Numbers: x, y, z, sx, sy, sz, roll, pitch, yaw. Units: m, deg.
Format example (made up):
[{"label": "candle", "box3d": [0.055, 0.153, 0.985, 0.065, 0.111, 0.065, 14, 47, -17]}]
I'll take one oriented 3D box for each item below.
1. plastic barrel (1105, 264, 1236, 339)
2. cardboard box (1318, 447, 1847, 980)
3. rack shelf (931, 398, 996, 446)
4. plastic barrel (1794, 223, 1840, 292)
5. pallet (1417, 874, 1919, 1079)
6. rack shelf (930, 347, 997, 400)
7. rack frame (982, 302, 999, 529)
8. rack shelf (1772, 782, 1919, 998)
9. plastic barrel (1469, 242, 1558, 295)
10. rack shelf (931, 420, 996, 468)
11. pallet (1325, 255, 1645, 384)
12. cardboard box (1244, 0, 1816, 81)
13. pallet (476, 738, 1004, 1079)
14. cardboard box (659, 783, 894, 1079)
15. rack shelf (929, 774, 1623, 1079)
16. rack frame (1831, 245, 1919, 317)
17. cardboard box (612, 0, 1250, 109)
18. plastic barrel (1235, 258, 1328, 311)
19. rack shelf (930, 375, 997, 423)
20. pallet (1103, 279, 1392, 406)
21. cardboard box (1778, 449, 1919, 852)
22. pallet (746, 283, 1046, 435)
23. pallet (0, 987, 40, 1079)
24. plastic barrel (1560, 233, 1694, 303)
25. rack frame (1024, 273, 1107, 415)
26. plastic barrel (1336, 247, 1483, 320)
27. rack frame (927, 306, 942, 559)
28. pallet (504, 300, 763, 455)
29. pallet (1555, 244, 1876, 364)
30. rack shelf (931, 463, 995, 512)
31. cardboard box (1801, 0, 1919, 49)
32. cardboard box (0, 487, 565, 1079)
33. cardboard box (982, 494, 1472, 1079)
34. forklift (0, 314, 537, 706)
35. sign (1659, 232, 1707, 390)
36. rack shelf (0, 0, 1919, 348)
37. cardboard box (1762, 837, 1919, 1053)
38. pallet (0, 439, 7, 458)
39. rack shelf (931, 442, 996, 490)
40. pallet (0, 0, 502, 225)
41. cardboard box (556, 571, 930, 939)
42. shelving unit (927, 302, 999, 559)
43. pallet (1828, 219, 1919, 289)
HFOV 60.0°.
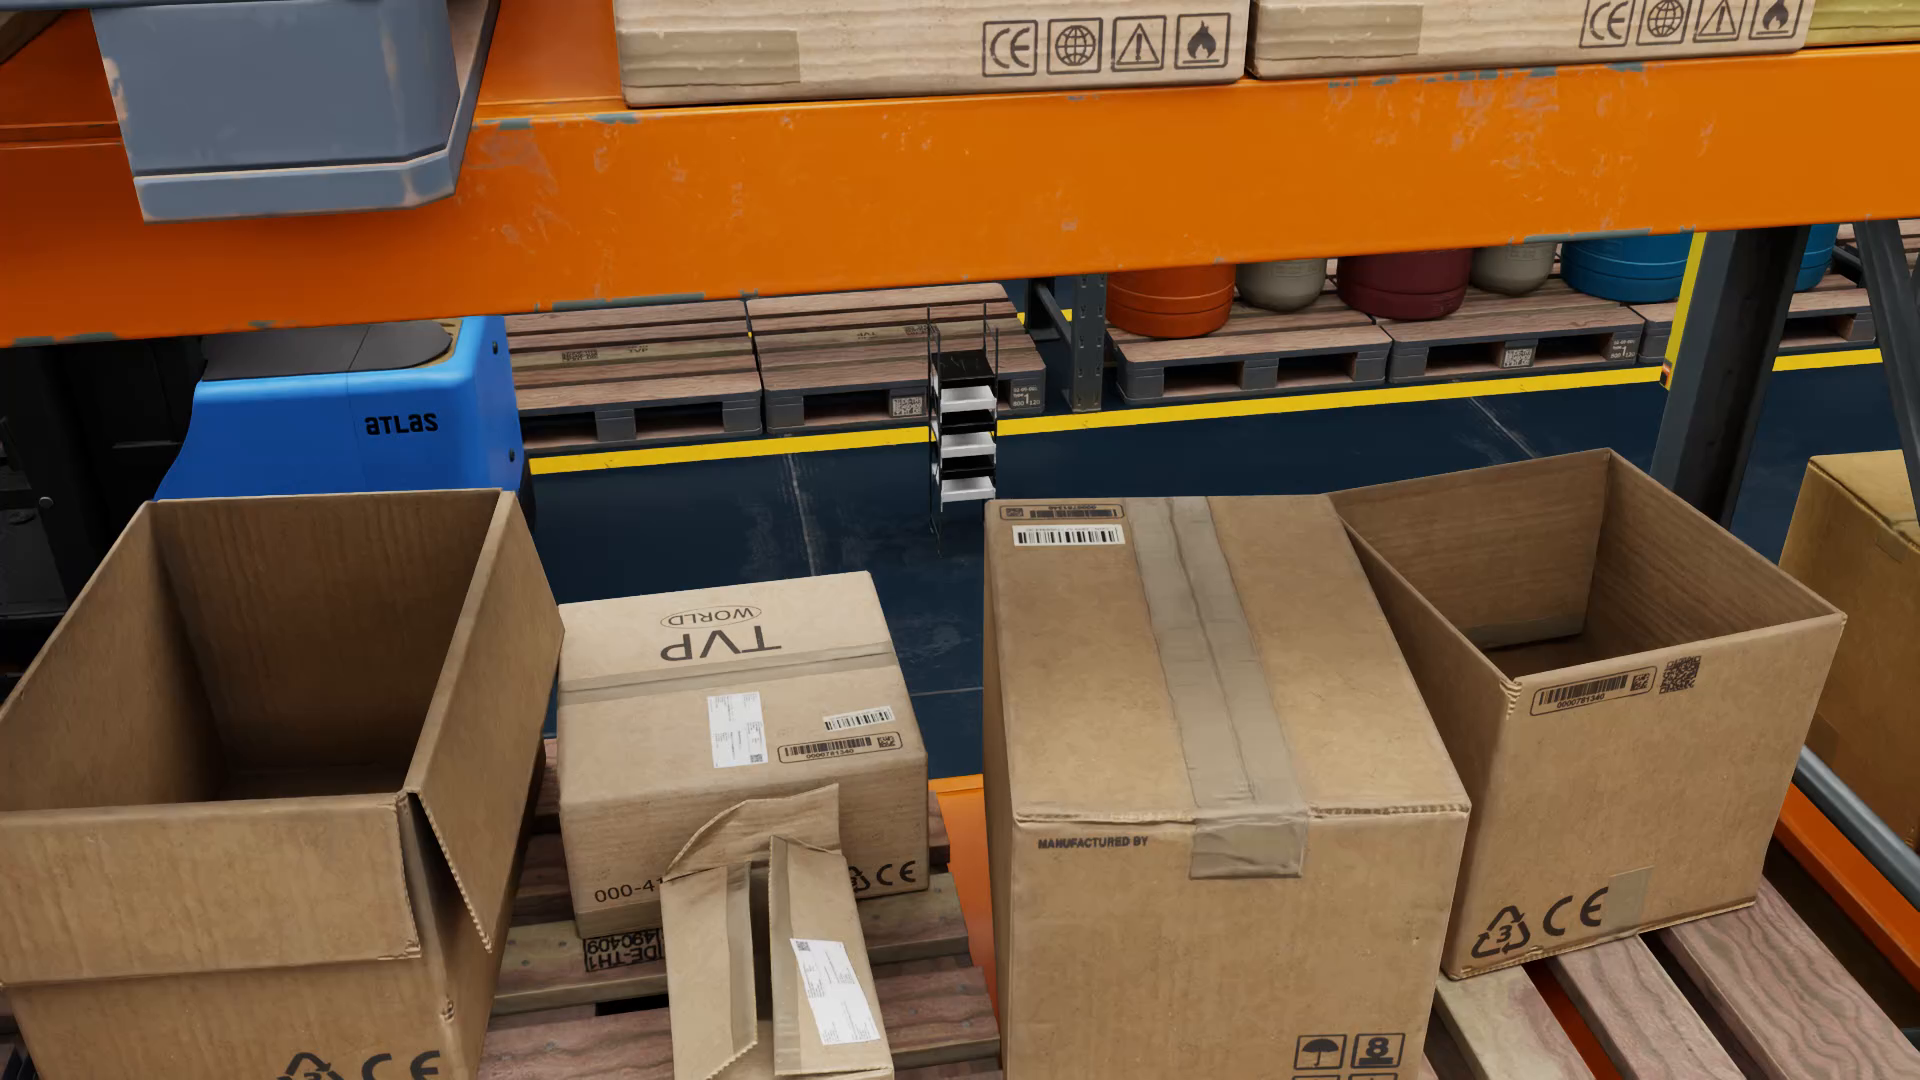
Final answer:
[{"label": "plastic barrel", "box3d": [0.937, -1.387, 7.375, 0.708, 0.830, 0.600, -5, 31, -9]}, {"label": "cardboard box", "box3d": [0.827, 0.227, 2.392, 0.500, 0.500, 0.500, -9, 32, -15]}, {"label": "rack shelf", "box3d": [0.008, -0.437, 5.994, 0.200, 0.077, 0.258, -5, 31, -9]}, {"label": "plastic barrel", "box3d": [3.856, -1.688, 7.818, 0.708, 0.901, 0.600, -5, 31, -9]}, {"label": "pallet", "box3d": [0.669, 0.582, 2.489, 1.003, 0.211, 1.213, -5, 31, -9]}, {"label": "rack shelf", "box3d": [0.008, -0.593, 5.903, 0.200, 0.077, 0.258, -5, 31, -9]}, {"label": "rack frame", "box3d": [0.108, -0.398, 6.039, 0.006, 0.900, 0.240, -5, 31, -9]}, {"label": "rack shelf", "box3d": [3.319, 0.509, 3.135, 4.000, 0.370, 1.077, -5, 31, -9]}, {"label": "plastic barrel", "box3d": [2.587, -1.449, 7.795, 0.421, 0.512, 0.421, 0, 30, 0]}, {"label": "rack shelf", "box3d": [0.008, -0.360, 6.040, 0.200, 0.077, 0.258, -5, 31, -9]}, {"label": "pallet", "box3d": [2.425, -1.088, 7.892, 1.213, 0.211, 1.003, -5, 31, -9]}, {"label": "cardboard box", "box3d": [0.442, -0.629, 1.549, 0.500, 0.250, 0.500, -5, 31, -9]}, {"label": "pallet", "box3d": [-0.589, 0.665, 2.348, 1.213, 0.211, 1.003, -5, 31, -9]}, {"label": "cardboard box", "box3d": [-0.240, 0.545, 2.081, 0.258, 0.266, 0.396, -6, 31, -10]}, {"label": "rack shelf", "box3d": [-0.616, 0.874, 2.514, 4.000, 0.370, 1.077, -5, 31, -9]}, {"label": "rack frame", "box3d": [4.394, -2.453, 7.462, 0.127, 3.000, 1.000, -5, 31, -9]}, {"label": "cardboard box", "box3d": [-0.052, -0.585, 1.473, 0.500, 0.250, 0.500, -4, 31, -8]}, {"label": "plastic barrel", "box3d": [1.477, -1.346, 7.619, 0.421, 0.512, 0.421, 0, 30, 0]}, {"label": "rack shelf", "box3d": [0.008, -0.515, 5.949, 0.200, 0.077, 0.258, -5, 31, -9]}, {"label": "pallet", "box3d": [1.227, -0.979, 7.706, 1.213, 0.211, 1.003, -5, 31, -9]}, {"label": "cardboard box", "box3d": [1.792, 0.170, 2.903, 0.500, 0.500, 0.500, -4, 31, -7]}, {"label": "pallet", "box3d": [-0.310, -0.834, 7.461, 1.213, 0.211, 1.003, -5, 31, -9]}, {"label": "pallet", "box3d": [-1.805, 0.832, 2.065, 1.213, 0.211, 1.003, -5, 31, -9]}, {"label": "plastic barrel", "box3d": [3.159, -1.624, 7.708, 0.708, 0.901, 0.600, -5, 31, -9]}, {"label": "rack frame", "box3d": [0.459, -2.088, 6.841, 0.127, 3.000, 1.000, -5, 31, -9]}, {"label": "plastic barrel", "box3d": [2.048, -1.386, 7.612, 0.708, 0.588, 0.600, -5, 31, -9]}, {"label": "rack frame", "box3d": [-0.092, -0.379, 6.007, 0.006, 0.900, 0.240, -5, 31, -9]}, {"label": "pallet", "box3d": [-1.507, -0.725, 7.274, 1.213, 0.211, 1.003, -5, 31, -9]}, {"label": "pallet", "box3d": [3.627, -1.201, 8.085, 1.213, 0.211, 1.003, -5, 31, -9]}, {"label": "rack shelf", "box3d": [0.008, -0.205, 6.131, 0.200, 0.077, 0.258, -5, 31, -9]}, {"label": "cardboard box", "box3d": [0.928, -0.681, 1.638, 0.500, 0.250, 0.500, -5, 31, -9]}, {"label": "cardboard box", "box3d": [-0.895, 0.317, 2.236, 0.637, 0.503, 0.797, -2, 31, -4]}, {"label": "cardboard box", "box3d": [0.296, 0.328, 2.221, 0.500, 0.500, 0.700, -1, 30, -2]}, {"label": "forklift", "box3d": [-3.036, -0.981, 5.026, 3.031, 2.935, 1.130, -4, 31, -7]}, {"label": "sign", "box3d": [1.248, -0.394, 2.818, 0.005, 0.325, 0.100, -5, 31, -9]}, {"label": "rack shelf", "box3d": [-0.616, -0.419, 1.753, 4.000, 0.370, 1.077, -5, 31, -9]}, {"label": "cardboard box", "box3d": [2.034, 1.064, 3.163, 0.875, 0.875, 1.225, -7, 31, -11]}, {"label": "pallet", "box3d": [-4.144, -0.480, 6.858, 1.213, 0.211, 1.003, -5, 31, -9]}, {"label": "rack shelf", "box3d": [0.008, -0.282, 6.086, 0.200, 0.077, 0.258, -5, 31, -9]}, {"label": "pallet", "box3d": [-0.937, -0.565, 1.477, 1.003, 0.211, 1.213, -5, 31, -9]}, {"label": "cardboard box", "box3d": [-0.339, 0.304, 2.508, 0.500, 0.250, 0.500, -6, 31, -10]}, {"label": "shelving unit", "box3d": [0.008, -0.389, 6.023, 0.210, 0.900, 0.258, -5, 31, -9]}, {"label": "pallet", "box3d": [5.110, -1.337, 8.316, 1.213, 0.211, 1.003, -5, 31, -9]}]
